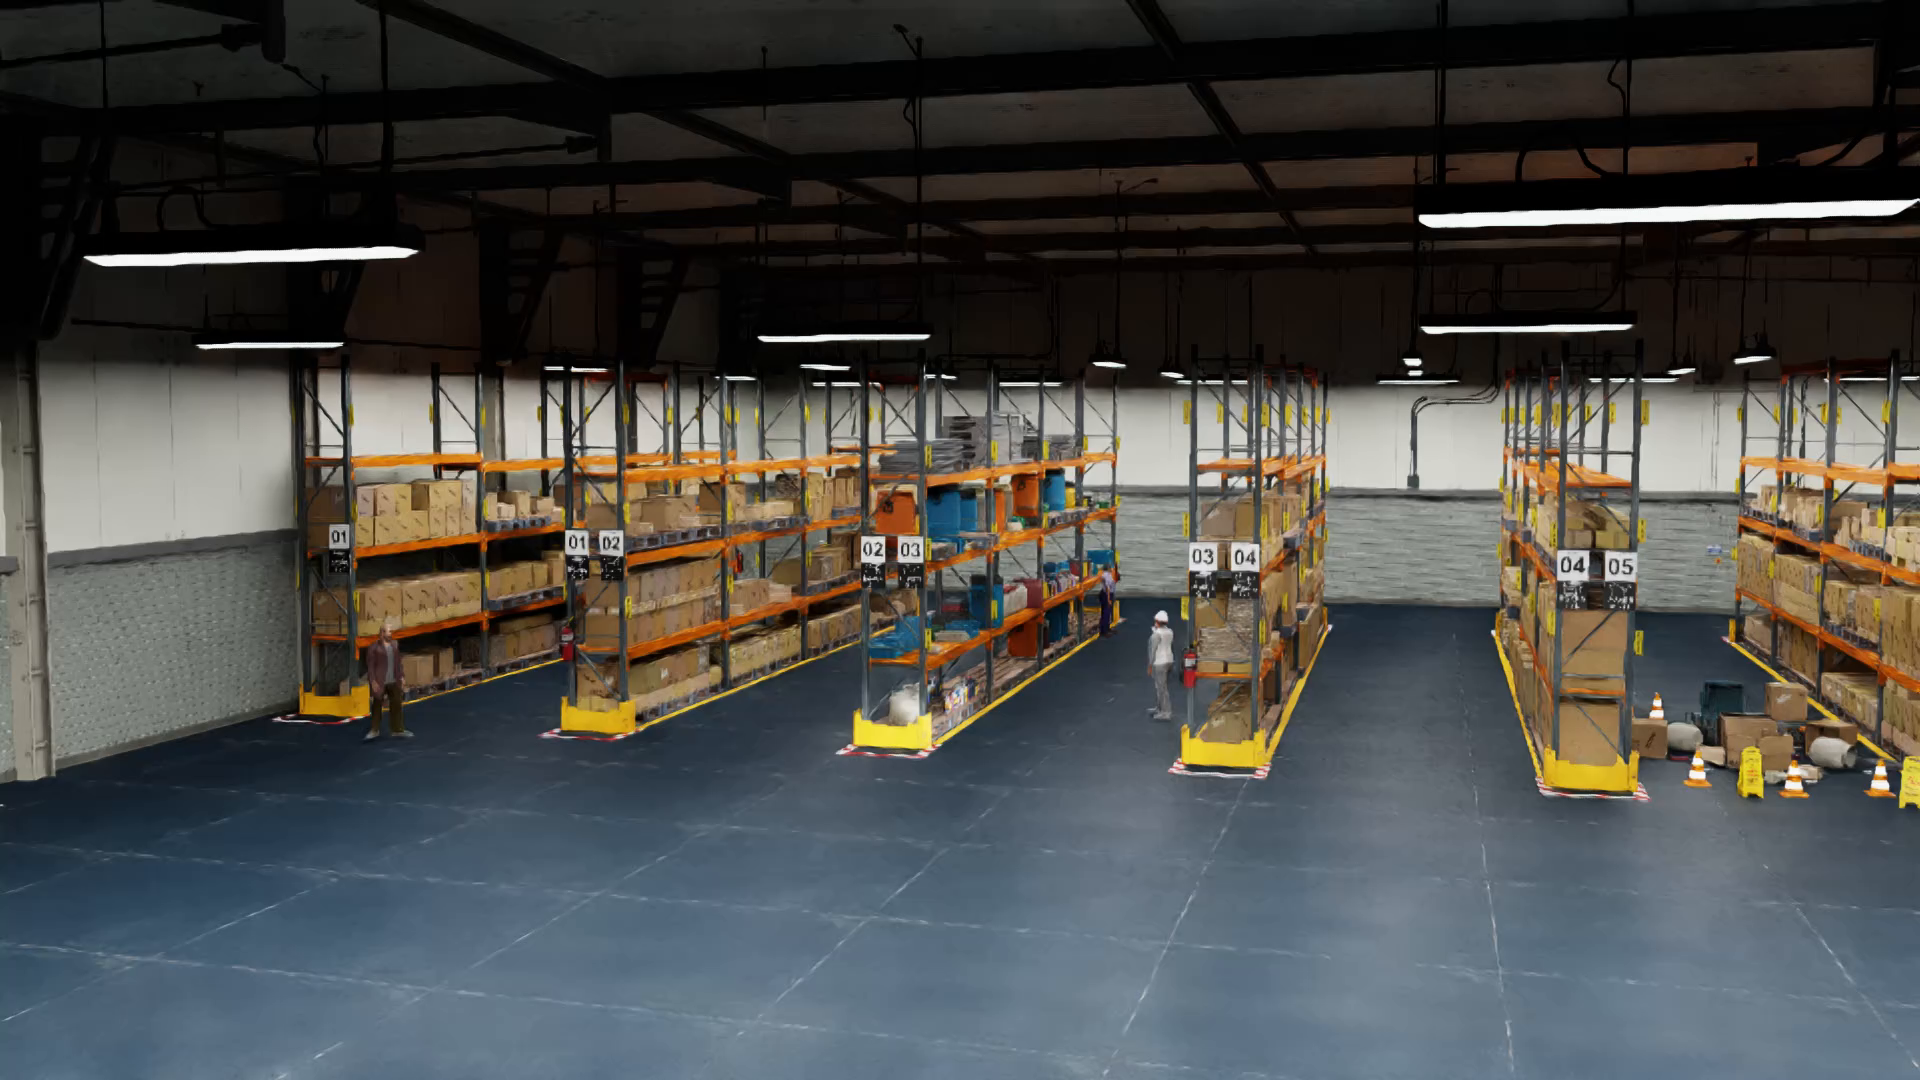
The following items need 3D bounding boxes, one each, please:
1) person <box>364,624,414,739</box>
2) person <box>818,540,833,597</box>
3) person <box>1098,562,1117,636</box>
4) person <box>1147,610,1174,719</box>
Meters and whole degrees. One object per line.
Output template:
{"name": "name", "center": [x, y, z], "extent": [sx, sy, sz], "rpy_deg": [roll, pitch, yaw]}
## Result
{"name": "person", "center": [-8.886, 2.179, 25.715], "extent": [0.526, 1.778, 0.677], "rpy_deg": [4, 6, 43]}
{"name": "person", "center": [-3.736, 0.792, 45.546], "extent": [0.625, 1.611, 0.582], "rpy_deg": [1, 4, 13]}
{"name": "person", "center": [3.380, 1.332, 37.817], "extent": [0.445, 1.657, 0.575], "rpy_deg": [0, 4, -4]}
{"name": "person", "center": [3.304, 2.043, 27.516], "extent": [0.587, 1.768, 0.647], "rpy_deg": [3, 5, 35]}
